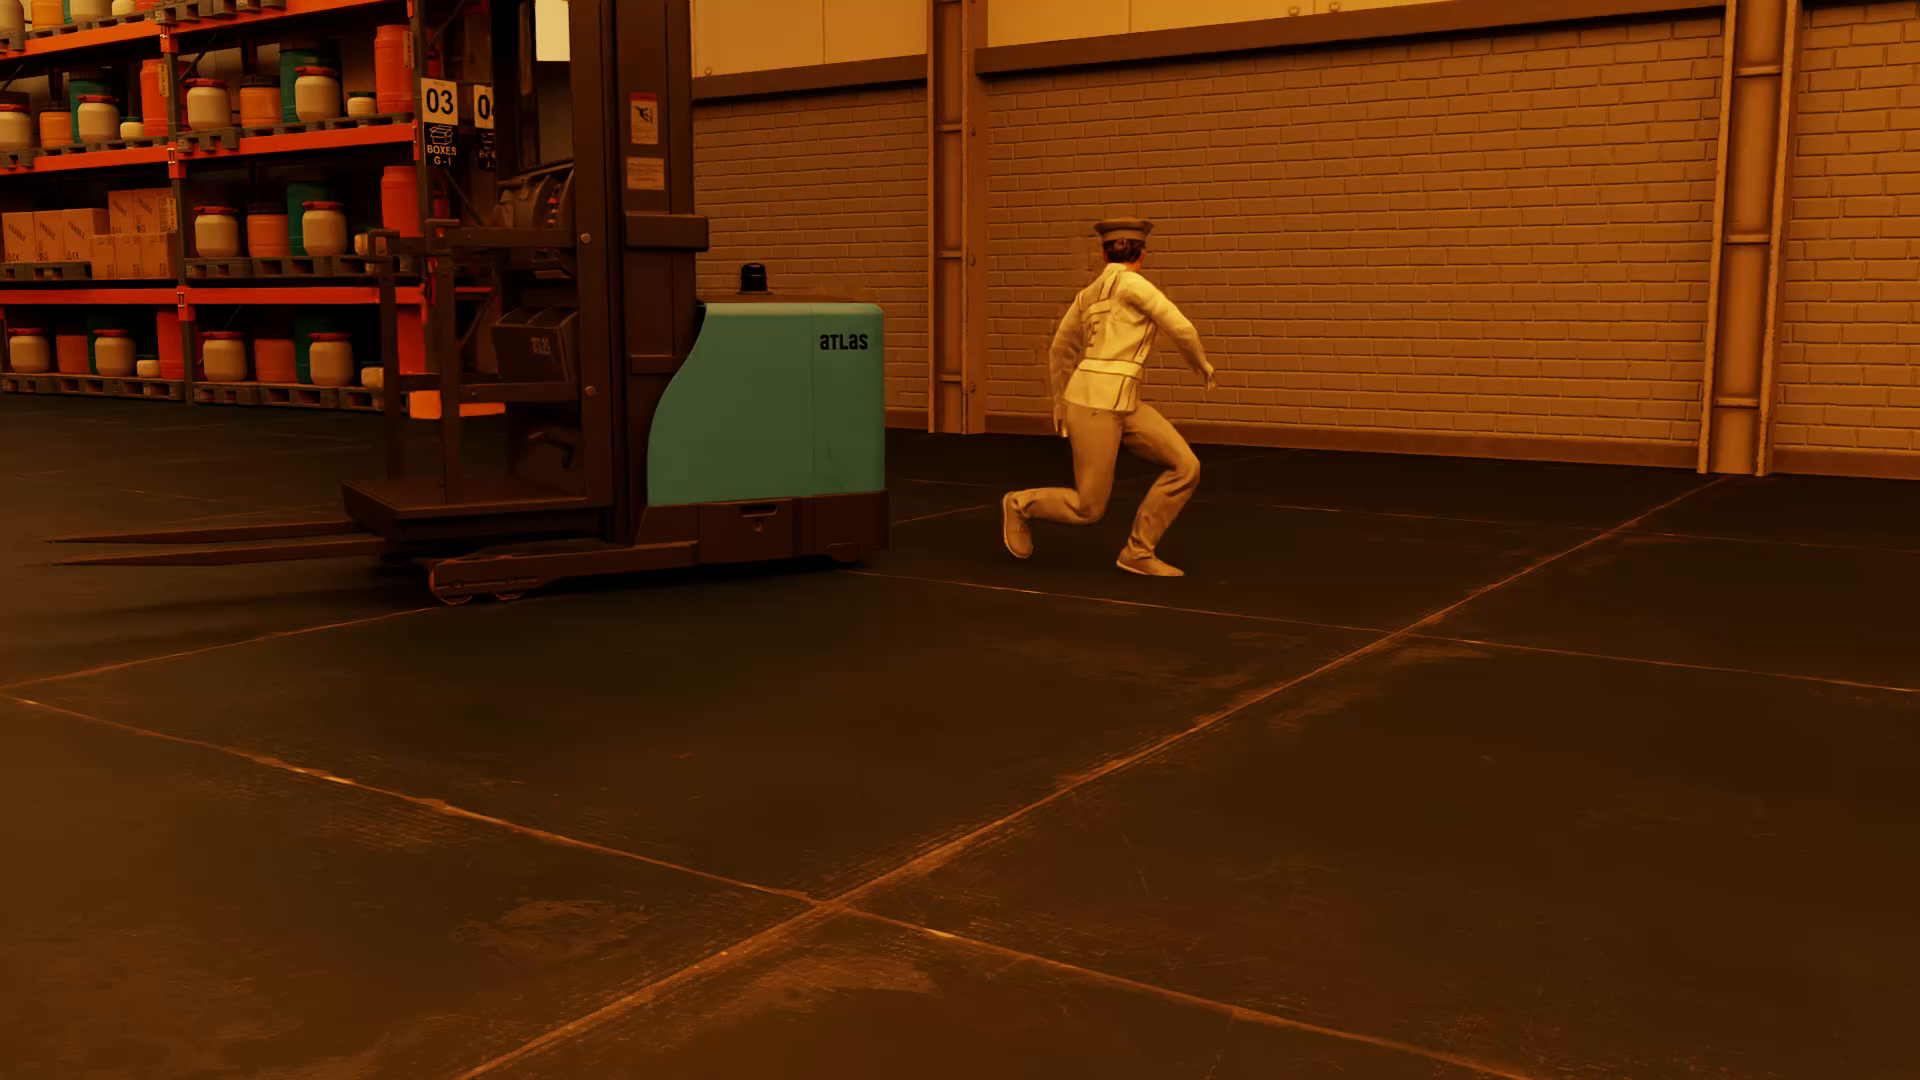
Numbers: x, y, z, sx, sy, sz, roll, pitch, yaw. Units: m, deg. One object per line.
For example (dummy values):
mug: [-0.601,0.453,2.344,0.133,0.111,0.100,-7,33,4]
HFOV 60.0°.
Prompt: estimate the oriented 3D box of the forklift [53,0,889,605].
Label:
forklift: [-1.828,-1.302,6.350,3.031,2.935,1.130,-5,9,-30]

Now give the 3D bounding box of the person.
person: [0.578,-0.570,6.730,0.860,1.448,0.580,3,8,18]
